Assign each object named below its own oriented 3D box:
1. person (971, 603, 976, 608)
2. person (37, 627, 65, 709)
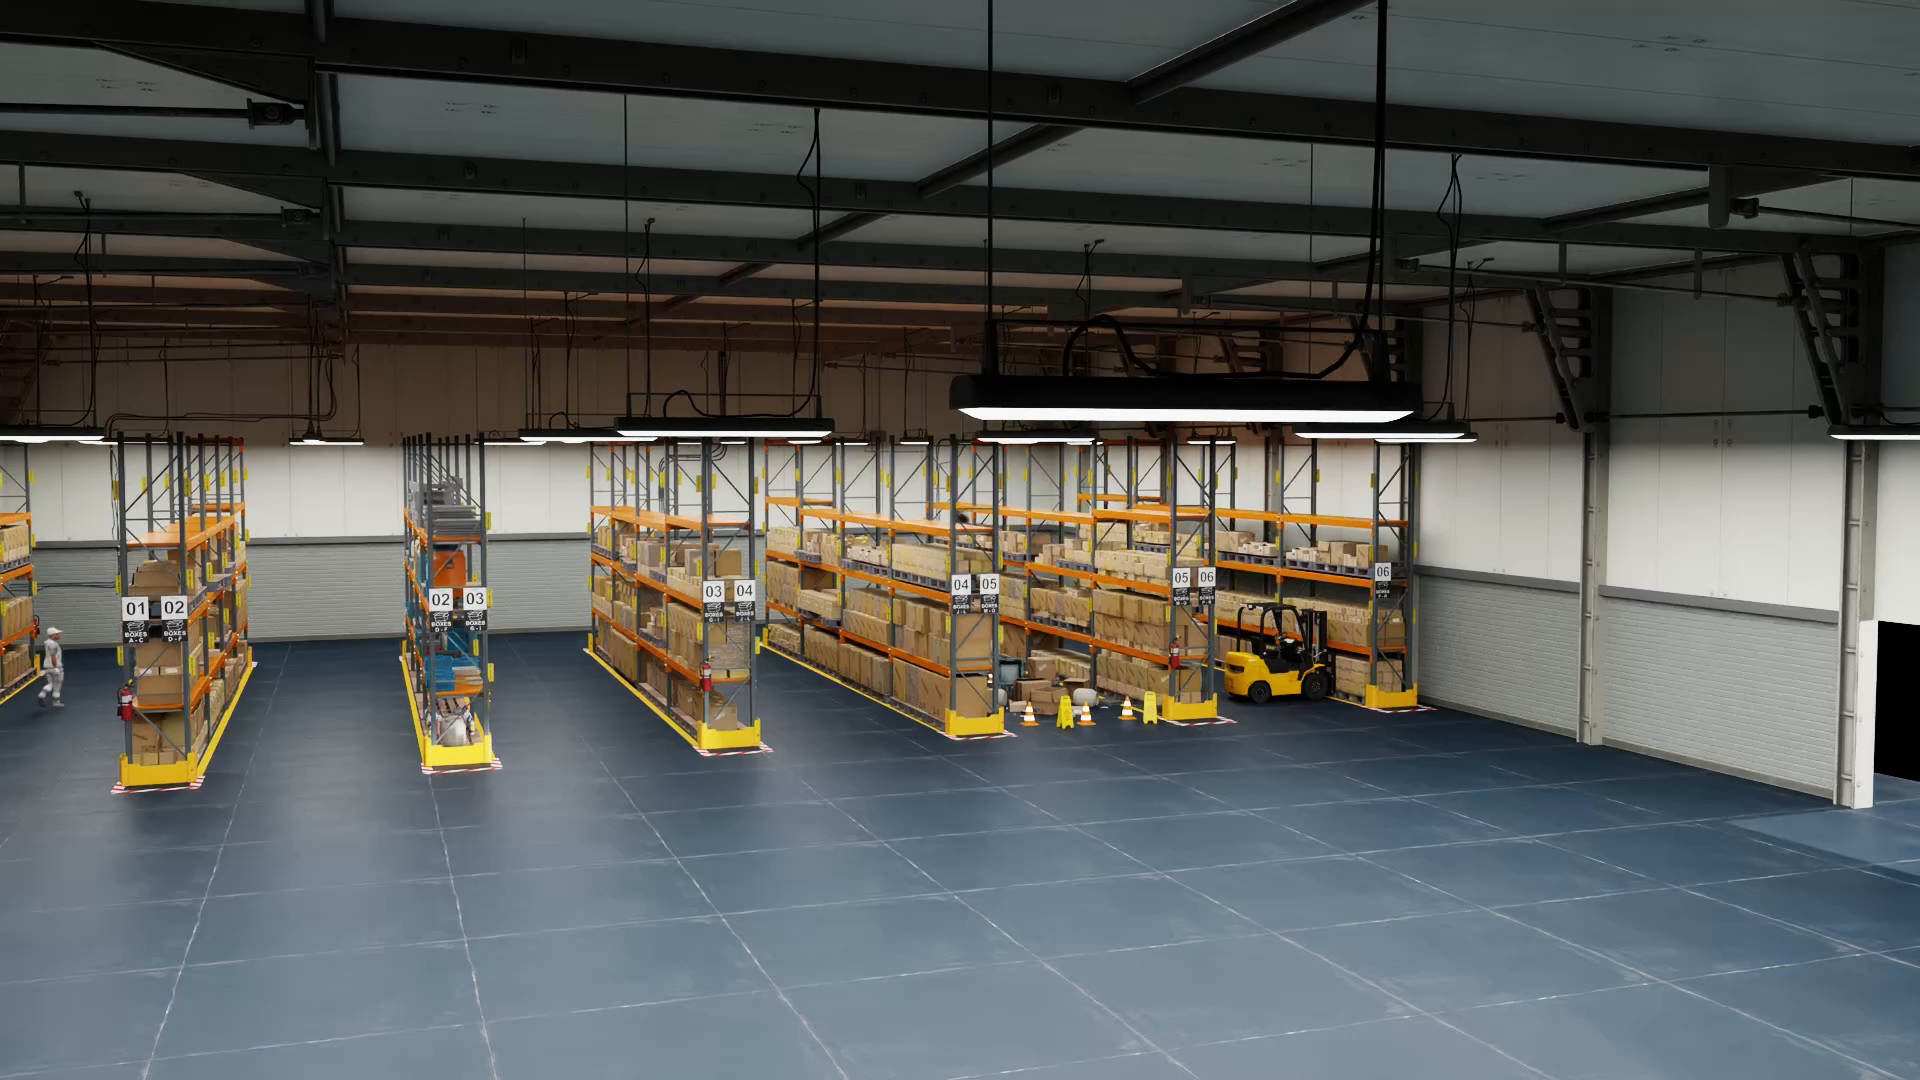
[{"bbox_3d":[0.297,2.496,42.305,0.560,1.811,0.636,-2,4,-33],"label":"person"},{"bbox_3d":[-19.878,2.801,36.380,0.521,1.784,0.580,1,3,23],"label":"person"}]
